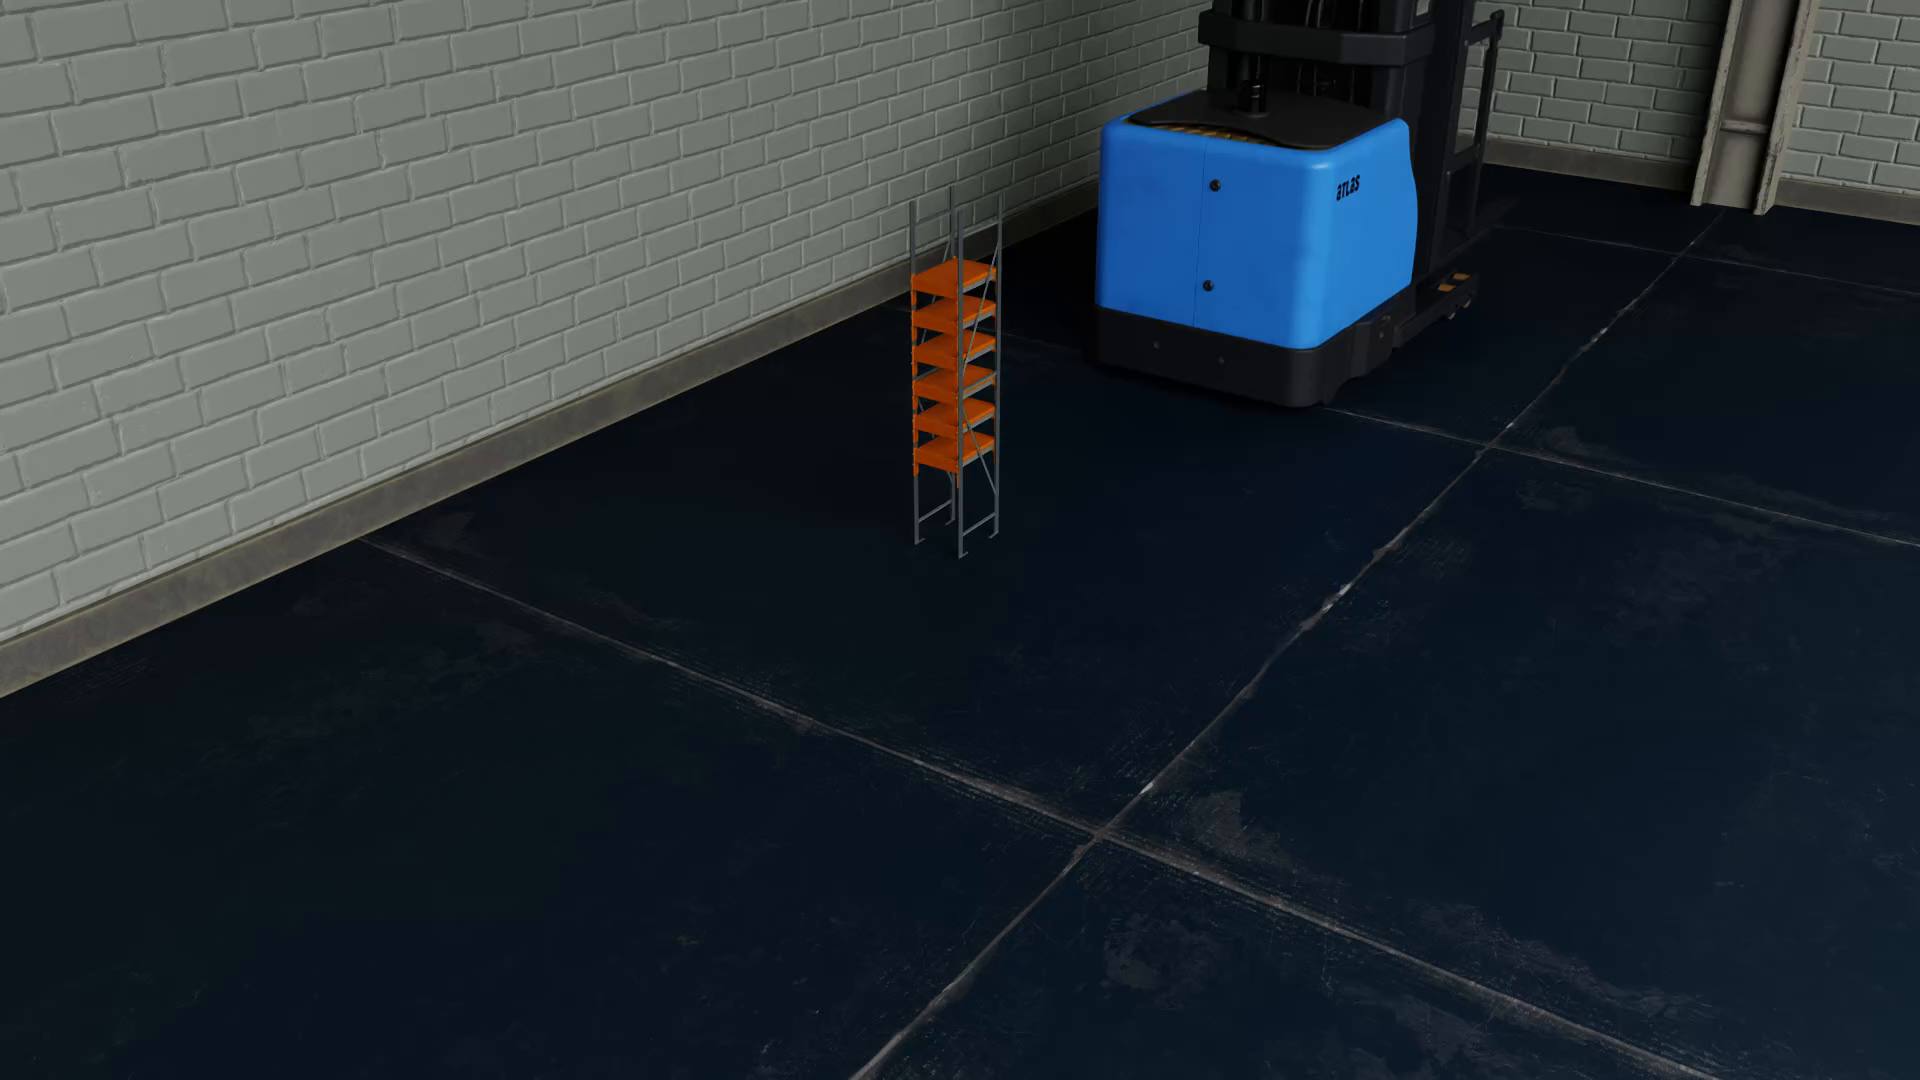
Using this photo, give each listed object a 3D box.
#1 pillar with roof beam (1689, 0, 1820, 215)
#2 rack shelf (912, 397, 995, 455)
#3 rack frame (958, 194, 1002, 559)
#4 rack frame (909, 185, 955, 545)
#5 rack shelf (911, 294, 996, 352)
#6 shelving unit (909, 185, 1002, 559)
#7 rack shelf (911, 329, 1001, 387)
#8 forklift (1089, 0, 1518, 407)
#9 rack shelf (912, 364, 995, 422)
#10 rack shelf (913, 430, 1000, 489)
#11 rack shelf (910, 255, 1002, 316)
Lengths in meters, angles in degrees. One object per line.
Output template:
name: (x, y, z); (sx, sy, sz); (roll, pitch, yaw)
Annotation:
pillar with roof beam: (1.991, -4.330, 4.337); (0.400, 9.000, 9.100); (17, 32, 30)
rack shelf: (-0.012, -0.392, 5.560); (0.180, 0.103, 0.258); (17, 32, 30)
rack frame: (0.063, -0.515, 5.439); (0.006, 1.200, 0.240); (17, 32, 30)
rack frame: (-0.087, -0.562, 5.531); (0.006, 1.200, 0.240); (17, 32, 30)
rack shelf: (-0.012, -0.713, 5.396); (0.180, 0.103, 0.258); (17, 32, 30)
shelving unit: (-0.012, -0.538, 5.485); (0.189, 1.200, 0.258); (17, 32, 30)
rack shelf: (-0.012, -0.606, 5.451); (0.180, 0.103, 0.258); (17, 32, 30)
forklift: (1.813, -2.450, 7.333); (1.130, 2.935, 3.031); (18, 32, 31)
rack shelf: (-0.012, -0.499, 5.505); (0.180, 0.103, 0.258); (17, 32, 30)
rack shelf: (-0.012, -0.285, 5.614); (0.180, 0.103, 0.258); (17, 32, 30)
rack shelf: (-0.012, -0.820, 5.342); (0.180, 0.103, 0.258); (17, 32, 30)
